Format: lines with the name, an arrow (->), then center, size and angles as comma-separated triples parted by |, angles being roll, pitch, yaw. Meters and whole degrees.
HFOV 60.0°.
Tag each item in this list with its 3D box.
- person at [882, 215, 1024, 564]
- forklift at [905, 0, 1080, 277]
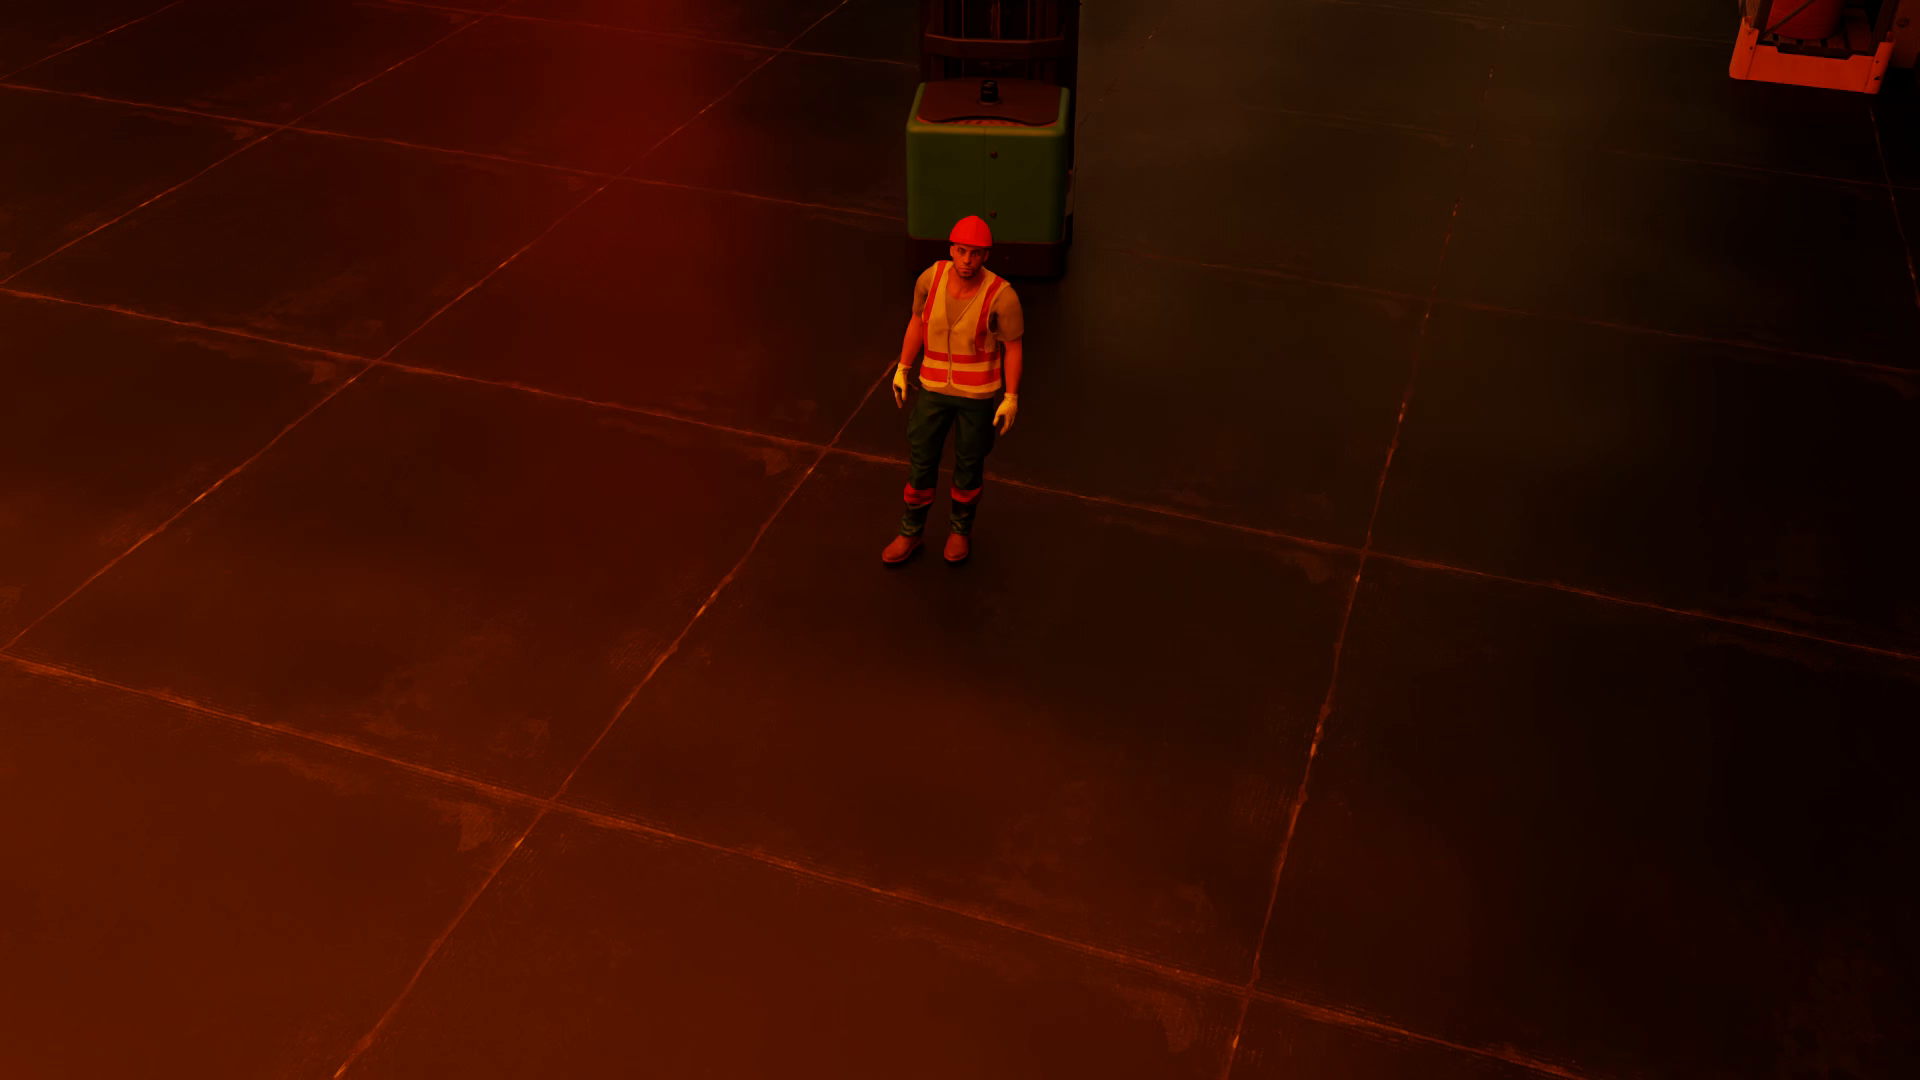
person -> -0.038, -0.695, 8.065 | 0.637, 1.787, 0.564 | 12, 37, 16
forklift -> 0.287, -3.765, 11.421 | 1.130, 2.935, 3.031 | 3, 35, 4
